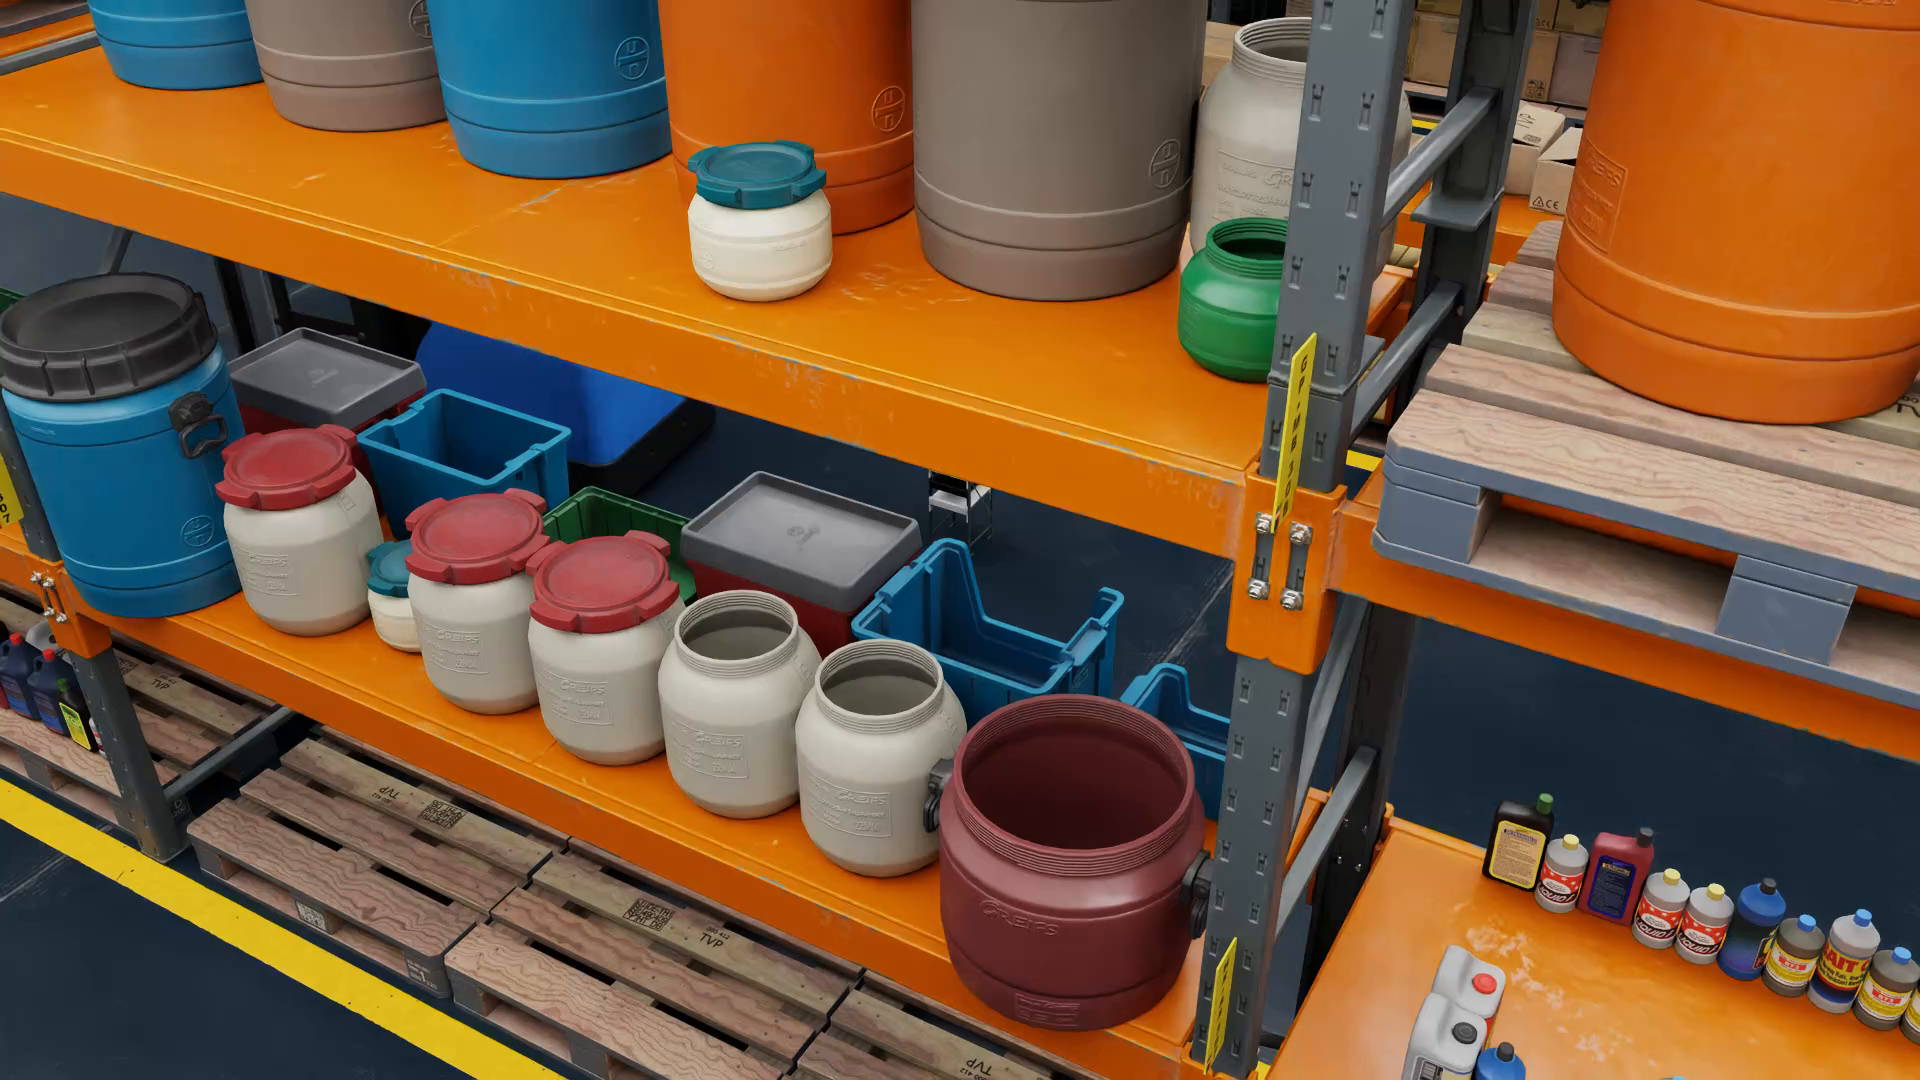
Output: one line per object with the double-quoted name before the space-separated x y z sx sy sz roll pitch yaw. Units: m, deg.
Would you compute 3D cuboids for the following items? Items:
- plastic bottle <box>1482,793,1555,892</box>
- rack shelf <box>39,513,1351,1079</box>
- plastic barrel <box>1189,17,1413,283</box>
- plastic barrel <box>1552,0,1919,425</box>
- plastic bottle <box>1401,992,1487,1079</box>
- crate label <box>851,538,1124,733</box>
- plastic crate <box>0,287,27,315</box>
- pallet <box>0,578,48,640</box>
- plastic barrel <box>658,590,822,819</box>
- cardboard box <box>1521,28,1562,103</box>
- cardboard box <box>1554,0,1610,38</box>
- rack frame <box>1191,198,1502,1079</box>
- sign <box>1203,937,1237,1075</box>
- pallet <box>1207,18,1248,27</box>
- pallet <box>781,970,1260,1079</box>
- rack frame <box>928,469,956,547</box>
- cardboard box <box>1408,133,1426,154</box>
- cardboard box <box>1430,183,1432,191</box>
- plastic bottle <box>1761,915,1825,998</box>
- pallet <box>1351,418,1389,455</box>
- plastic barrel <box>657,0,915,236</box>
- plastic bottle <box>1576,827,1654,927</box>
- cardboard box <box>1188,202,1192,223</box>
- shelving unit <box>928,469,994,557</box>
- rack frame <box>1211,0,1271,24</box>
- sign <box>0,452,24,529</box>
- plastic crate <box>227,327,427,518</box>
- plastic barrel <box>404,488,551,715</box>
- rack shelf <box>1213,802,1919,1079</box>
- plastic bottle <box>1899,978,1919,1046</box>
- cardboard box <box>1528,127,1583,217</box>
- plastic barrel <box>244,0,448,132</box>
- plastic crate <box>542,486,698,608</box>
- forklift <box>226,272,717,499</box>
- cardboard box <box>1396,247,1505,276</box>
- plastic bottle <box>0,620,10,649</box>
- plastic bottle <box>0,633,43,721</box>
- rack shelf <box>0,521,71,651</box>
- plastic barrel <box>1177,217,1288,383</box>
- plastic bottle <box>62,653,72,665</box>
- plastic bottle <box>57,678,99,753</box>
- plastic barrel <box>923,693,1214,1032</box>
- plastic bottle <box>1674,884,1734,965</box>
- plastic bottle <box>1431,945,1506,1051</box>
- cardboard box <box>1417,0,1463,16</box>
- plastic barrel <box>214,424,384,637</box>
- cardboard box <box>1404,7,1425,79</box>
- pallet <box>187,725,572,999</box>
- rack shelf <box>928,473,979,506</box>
"plastic bottle" 1.368 0.723 4.063 0.133 0.283 0.061 18 37 24
"rack shelf" -0.931 0.518 4.914 4.000 0.370 1.077 18 37 24
"plastic barrel" 0.688 -0.759 3.376 0.421 0.512 0.421 0 34 0
"plastic barrel" 1.297 -0.676 2.586 0.708 0.830 0.600 18 37 24
"plastic bottle" 1.021 1.095 3.511 0.135 0.276 0.152 18 37 24
"crate label" 0.077 0.351 4.485 0.616 0.435 0.502 18 37 24
"plastic crate" -3.706 -0.752 6.364 0.662 0.188 0.450 18 37 24
"pallet" -4.293 0.290 7.124 1.213 0.211 1.003 18 37 24
"plastic barrel" -0.559 0.426 4.303 0.421 0.512 0.421 0 34 0
"cardboard box" 4.235 -3.635 12.360 0.500 0.500 0.700 17 37 24
"cardboard box" 4.606 -3.813 11.952 0.500 0.250 0.500 18 38 25
"rack frame" 0.805 0.769 3.889 0.127 3.000 1.000 18 37 24
"sign" 0.539 0.968 3.443 0.005 0.325 0.100 18 37 24
"pallet" 1.648 -4.106 13.725 1.213 0.211 1.003 18 37 24
"pallet" 0.152 1.698 5.010 1.213 0.211 1.003 18 37 24
"rack frame" -0.081 -0.400 7.539 0.006 0.900 0.240 18 37 24
"cardboard box" 2.131 -1.833 8.023 0.250 0.149 0.380 21 39 28
"cardboard box" 2.348 -1.624 7.708 0.250 0.149 0.380 18 37 24
"plastic bottle" 1.913 0.942 3.809 0.097 0.201 0.097 0 34 0
"pallet" 2.571 -0.698 8.608 1.213 0.211 1.003 18 37 24
"plastic barrel" -0.368 -1.169 3.705 0.708 0.830 0.600 18 37 24
"plastic bottle" 1.569 0.787 3.967 0.133 0.283 0.061 18 37 24
"cardboard box" 1.174 -1.726 9.231 0.500 0.311 0.500 17 37 24
"shelving unit" 0.007 -0.372 7.497 0.210 0.900 0.258 18 37 24
"rack frame" 2.248 -5.099 12.700 0.127 3.000 1.000 18 37 24
"sign" -2.950 -0.185 5.071 0.005 0.325 0.100 18 37 24
"plastic crate" -2.095 -0.372 5.544 0.583 0.464 0.402 18 37 24
"plastic barrel" -1.309 0.183 4.647 0.433 0.535 0.433 0 34 0
"rack shelf" 2.542 1.618 3.262 4.000 0.370 1.077 18 37 24
"plastic bottle" 2.167 1.022 3.688 0.097 0.201 0.097 0 34 0
"cardboard box" 2.972 -1.698 7.674 0.500 0.311 0.500 20 39 27
"plastic barrel" -1.550 -1.573 4.247 0.600 0.901 0.600 0 34 0
"plastic crate" -1.015 0.100 5.084 0.662 0.188 0.450 18 37 24
"forklift" -2.820 -1.878 7.926 3.031 2.935 1.130 13 36 19
"cardboard box" 2.497 -1.303 8.597 0.500 0.311 0.500 17 37 23
"plastic bottle" -3.788 0.380 6.527 0.133 0.283 0.061 18 37 24
"plastic bottle" -3.536 0.497 6.290 0.185 0.351 0.144 16 37 22
"rack shelf" -4.404 -0.582 6.566 4.000 0.370 1.077 18 37 24
"plastic barrel" 0.566 -0.458 3.166 0.294 0.245 0.294 0 34 0
"plastic bottle" -3.298 0.481 6.315 0.185 0.351 0.144 18 37 24
"plastic bottle" -3.249 0.643 6.132 0.133 0.283 0.061 20 38 27
"plastic barrel" 0.252 0.730 3.824 0.708 0.536 0.600 18 37 24
"plastic bottle" 1.744 0.888 3.889 0.097 0.201 0.097 0 34 0
"plastic bottle" 1.096 1.022 3.621 0.135 0.276 0.152 18 37 24
"cardboard box" 3.733 -4.098 12.380 0.500 0.250 0.500 16 37 23
"plastic barrel" -1.946 -0.019 4.950 0.433 0.535 0.433 0 34 0
"cardboard box" 3.369 -3.929 12.802 0.500 0.500 0.700 17 37 23
"pallet" -1.966 1.027 6.018 1.213 0.211 1.003 18 37 24
"rack shelf" 0.007 -0.270 7.566 0.200 0.077 0.258 18 37 24
